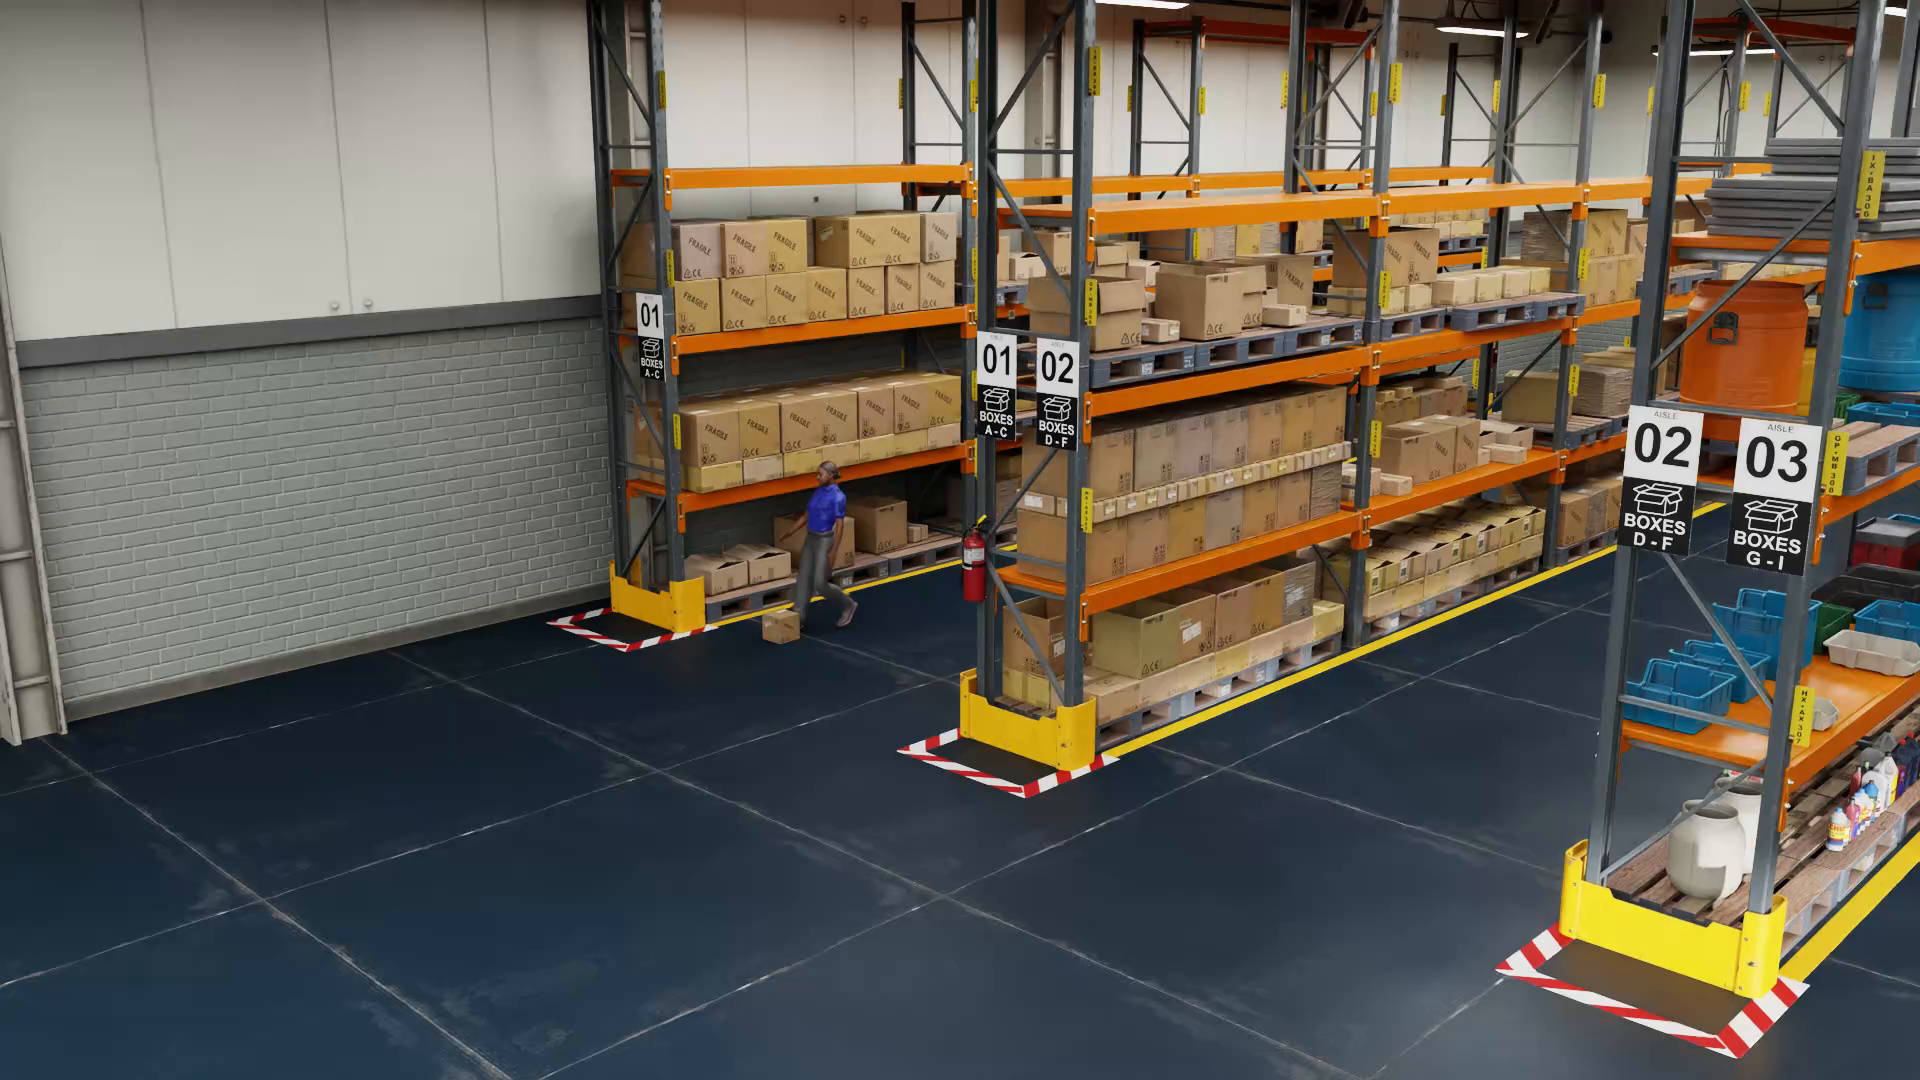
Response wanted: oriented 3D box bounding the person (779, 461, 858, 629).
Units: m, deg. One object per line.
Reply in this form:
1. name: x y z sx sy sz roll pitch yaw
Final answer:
1. person: -1.391 0.071 15.784 0.795 1.584 0.524 -10 17 -34
